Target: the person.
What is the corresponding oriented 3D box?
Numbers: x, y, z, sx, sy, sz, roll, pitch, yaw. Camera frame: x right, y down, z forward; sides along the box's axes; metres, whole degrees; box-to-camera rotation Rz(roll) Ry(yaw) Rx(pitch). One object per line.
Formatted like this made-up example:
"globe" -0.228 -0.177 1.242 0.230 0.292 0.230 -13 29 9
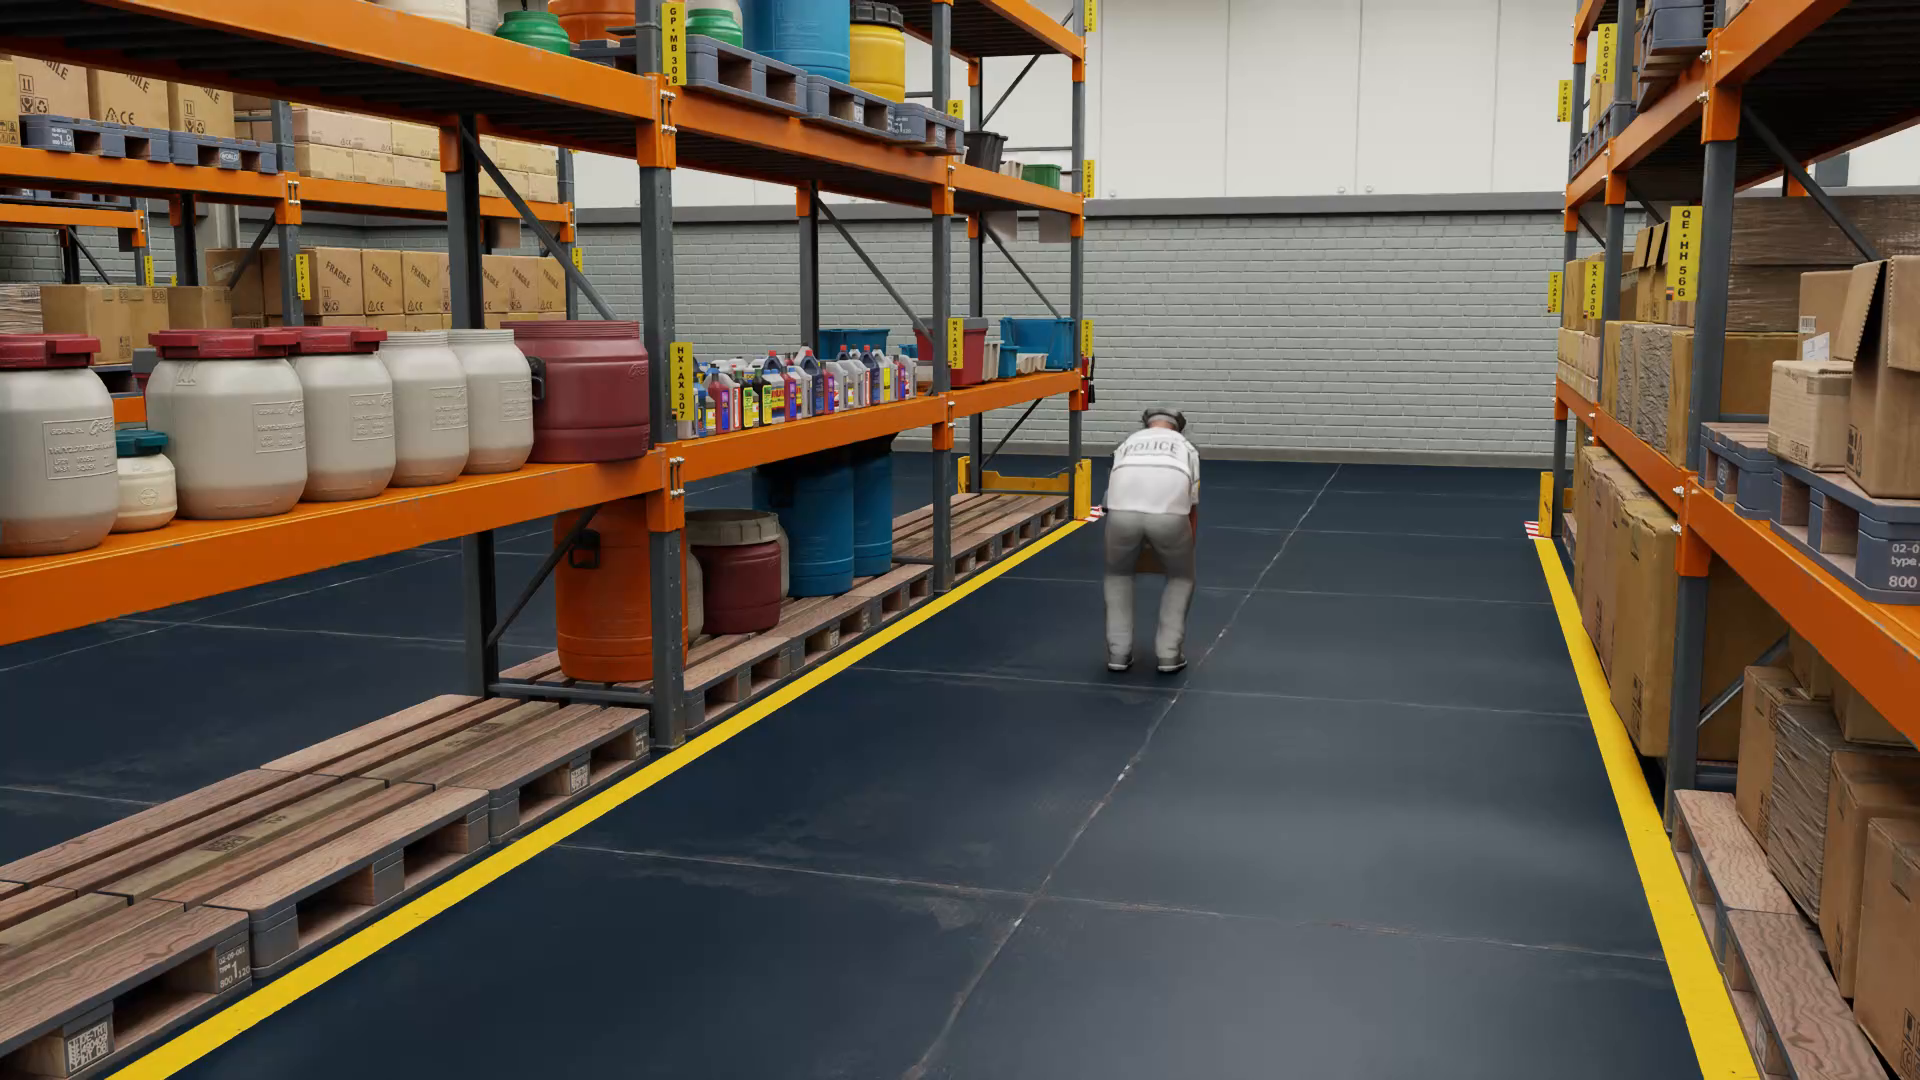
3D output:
"person" 1.032 -0.014 8.854 0.487 1.340 0.987 2 9 14
